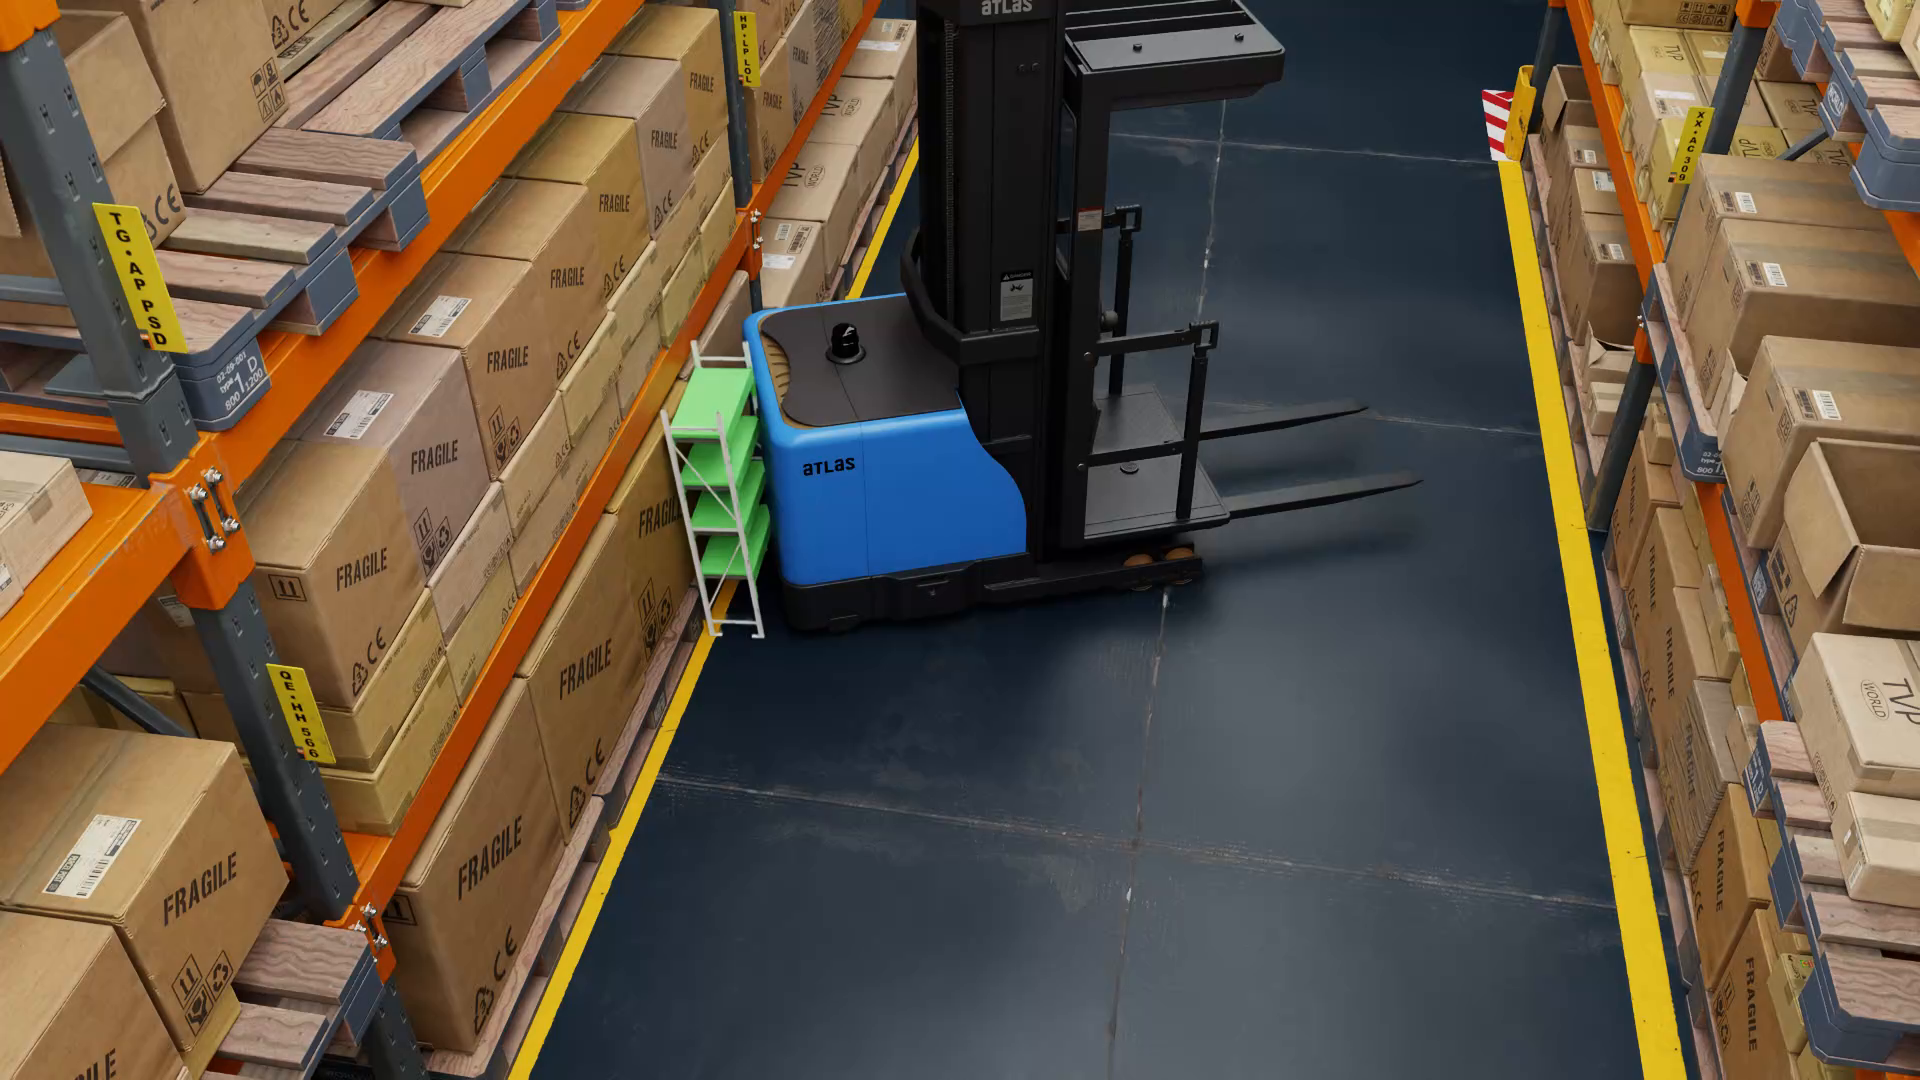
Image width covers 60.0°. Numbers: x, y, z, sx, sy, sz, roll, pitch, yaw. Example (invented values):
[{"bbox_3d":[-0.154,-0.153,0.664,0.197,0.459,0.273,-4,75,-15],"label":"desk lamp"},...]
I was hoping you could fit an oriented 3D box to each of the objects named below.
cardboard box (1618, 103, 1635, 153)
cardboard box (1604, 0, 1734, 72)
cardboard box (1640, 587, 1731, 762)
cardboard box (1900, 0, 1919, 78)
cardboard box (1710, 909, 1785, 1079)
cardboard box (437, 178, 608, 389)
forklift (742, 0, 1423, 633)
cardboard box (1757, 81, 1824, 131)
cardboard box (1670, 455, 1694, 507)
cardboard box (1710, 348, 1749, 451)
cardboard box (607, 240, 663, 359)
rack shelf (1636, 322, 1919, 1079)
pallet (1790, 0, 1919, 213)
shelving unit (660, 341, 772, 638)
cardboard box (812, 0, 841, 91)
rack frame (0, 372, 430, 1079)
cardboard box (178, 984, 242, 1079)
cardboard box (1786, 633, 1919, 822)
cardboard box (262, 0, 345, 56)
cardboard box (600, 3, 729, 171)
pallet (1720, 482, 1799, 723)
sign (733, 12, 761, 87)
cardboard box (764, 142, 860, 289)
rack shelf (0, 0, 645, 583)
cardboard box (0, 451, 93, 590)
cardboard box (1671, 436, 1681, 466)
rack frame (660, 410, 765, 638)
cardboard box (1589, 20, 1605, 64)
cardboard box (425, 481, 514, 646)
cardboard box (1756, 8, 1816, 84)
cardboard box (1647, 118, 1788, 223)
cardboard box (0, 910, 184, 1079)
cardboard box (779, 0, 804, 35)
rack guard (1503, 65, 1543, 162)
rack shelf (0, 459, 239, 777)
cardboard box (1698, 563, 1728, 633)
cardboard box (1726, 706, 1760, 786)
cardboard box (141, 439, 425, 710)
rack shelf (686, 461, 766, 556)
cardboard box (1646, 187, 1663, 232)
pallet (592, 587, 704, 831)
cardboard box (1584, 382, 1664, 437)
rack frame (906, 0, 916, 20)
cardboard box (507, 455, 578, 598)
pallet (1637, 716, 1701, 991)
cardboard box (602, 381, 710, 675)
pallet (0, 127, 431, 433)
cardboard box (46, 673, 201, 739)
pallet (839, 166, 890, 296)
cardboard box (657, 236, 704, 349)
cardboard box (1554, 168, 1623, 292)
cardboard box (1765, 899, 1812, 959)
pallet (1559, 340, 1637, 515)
[{"bbox_3d":[3.385,-1.967,7.972,0.380,0.149,0.250,6,40,7],"label":"cardboard box"},{"bbox_3d":[3.554,-2.533,8.344,0.500,0.250,0.500,5,40,7],"label":"cardboard box"},{"bbox_3d":[2.967,0.549,6.364,0.500,0.500,0.500,5,40,6],"label":"cardboard box"},{"bbox_3d":[2.761,-1.328,4.437,0.380,0.149,0.250,7,40,9],"label":"cardboard box"},{"bbox_3d":[2.711,1.531,5.177,0.500,0.500,0.500,6,40,7],"label":"cardboard box"},{"bbox_3d":[-1.539,-0.872,5.587,0.500,0.500,0.500,7,40,8],"label":"cardboard box"},{"bbox_3d":[0.608,-1.221,6.927,3.031,2.935,1.130,-9,40,-10],"label":"forklift"},{"bbox_3d":[3.877,-1.832,7.497,0.500,0.250,0.500,6,40,7],"label":"cardboard box"},{"bbox_3d":[3.149,-0.249,6.821,0.380,0.149,0.250,5,40,6],"label":"cardboard box"},{"bbox_3d":[2.827,-0.460,5.728,0.396,0.266,0.258,8,40,10],"label":"cardboard box"},{"bbox_3d":[-1.444,-0.915,6.228,0.500,0.250,0.500,7,40,9],"label":"cardboard box"},{"bbox_3d":[3.099,0.353,5.533,1.077,0.370,4.000,6,40,8],"label":"rack shelf"},{"bbox_3d":[3.087,-1.210,4.653,1.213,0.211,1.003,6,40,8],"label":"pallet"},{"bbox_3d":[-0.978,-0.197,7.028,0.258,1.200,0.503,2,40,8],"label":"shelving unit"},{"bbox_3d":[-0.922,-2.655,8.529,0.500,0.500,0.500,7,40,8],"label":"cardboard box"},{"bbox_3d":[-2.137,0.786,4.445,1.000,3.000,0.127,6,40,8],"label":"rack frame"},{"bbox_3d":[-1.937,1.129,3.898,0.380,0.149,0.250,7,40,8],"label":"cardboard box"},{"bbox_3d":[2.617,0.529,4.544,0.500,0.250,0.500,5,40,6],"label":"cardboard box"},{"bbox_3d":[-2.117,-1.708,4.700,0.500,0.500,0.500,7,40,8],"label":"cardboard box"},{"bbox_3d":[-1.274,-1.840,6.758,0.500,0.500,0.500,8,40,9],"label":"cardboard box"},{"bbox_3d":[3.085,0.184,5.324,1.003,0.211,1.213,6,40,8],"label":"pallet"},{"bbox_3d":[-0.908,-2.086,7.073,0.100,0.325,0.005,6,40,8],"label":"sign"},{"bbox_3d":[-1.076,-1.843,9.306,0.875,0.438,0.875,5,40,6],"label":"cardboard box"},{"bbox_3d":[-1.790,-1.348,5.236,1.077,0.370,4.000,6,40,8],"label":"rack shelf"},{"bbox_3d":[-1.984,-0.052,3.302,0.380,0.149,0.250,6,40,8],"label":"cardboard box"},{"bbox_3d":[3.123,-0.378,6.743,0.380,0.149,0.250,5,40,6],"label":"cardboard box"},{"bbox_3d":[-1.007,-0.040,6.844,0.240,1.200,0.015,2,40,8],"label":"rack frame"},{"bbox_3d":[3.538,-2.614,8.754,0.380,0.149,0.250,5,40,6],"label":"cardboard box"},{"bbox_3d":[-1.715,0.036,5.077,0.500,0.250,0.500,7,40,9],"label":"cardboard box"},{"bbox_3d":[3.965,-2.430,7.631,0.500,0.500,0.500,5,40,6],"label":"cardboard box"},{"bbox_3d":[3.293,-1.582,7.194,0.500,0.250,0.500,7,40,9],"label":"cardboard box"},{"bbox_3d":[-2.020,1.113,3.408,0.500,0.500,0.500,6,40,7],"label":"cardboard box"},{"bbox_3d":[-1.030,-2.736,7.842,0.500,0.500,0.500,6,40,7],"label":"cardboard box"},{"bbox_3d":[4.124,-2.678,10.597,1.175,0.500,0.348,6,40,8],"label":"rack guard"},{"bbox_3d":[-2.483,1.163,2.200,1.077,0.370,4.000,6,40,8],"label":"rack shelf"},{"bbox_3d":[3.002,0.239,6.230,0.380,0.149,0.250,6,40,8],"label":"cardboard box"},{"bbox_3d":[2.846,0.716,5.653,0.380,0.149,0.250,5,40,6],"label":"cardboard box"},{"bbox_3d":[-1.810,0.080,4.436,0.500,0.500,0.500,5,40,6],"label":"cardboard box"},{"bbox_3d":[-0.974,-0.149,7.069,0.258,0.148,0.480,2,40,8],"label":"rack shelf"},{"bbox_3d":[3.275,-1.476,7.378,0.380,0.149,0.250,7,40,9],"label":"cardboard box"},{"bbox_3d":[-1.712,0.611,6.845,1.003,0.211,1.213,6,40,8],"label":"pallet"},{"bbox_3d":[3.252,-0.624,8.059,0.380,0.149,0.250,5,40,6],"label":"cardboard box"},{"bbox_3d":[-0.752,-4.234,10.517,1.000,3.000,0.127,6,40,8],"label":"rack frame"},{"bbox_3d":[-1.636,-0.088,5.620,0.500,0.250,0.500,8,40,9],"label":"cardboard box"},{"bbox_3d":[3.133,1.178,6.159,1.003,0.211,1.213,6,40,8],"label":"pallet"},{"bbox_3d":[-1.621,-0.101,6.856,0.875,0.875,0.875,7,40,9],"label":"cardboard box"},{"bbox_3d":[-2.077,-0.707,4.045,1.213,0.211,1.003,8,40,10],"label":"pallet"},{"bbox_3d":[-2.303,0.319,4.735,0.500,0.250,0.500,6,40,8],"label":"cardboard box"},{"bbox_3d":[-1.027,-1.886,9.865,1.003,0.211,1.213,6,40,8],"label":"pallet"},{"bbox_3d":[-1.363,-1.037,6.768,0.500,0.250,0.500,6,40,7],"label":"cardboard box"},{"bbox_3d":[3.562,-1.662,9.038,0.500,0.500,0.500,7,40,8],"label":"cardboard box"},{"bbox_3d":[2.695,1.210,5.056,0.380,0.149,0.250,5,40,6],"label":"cardboard box"},{"bbox_3d":[3.565,-0.535,8.232,1.003,0.211,1.213,6,40,8],"label":"pallet"}]
